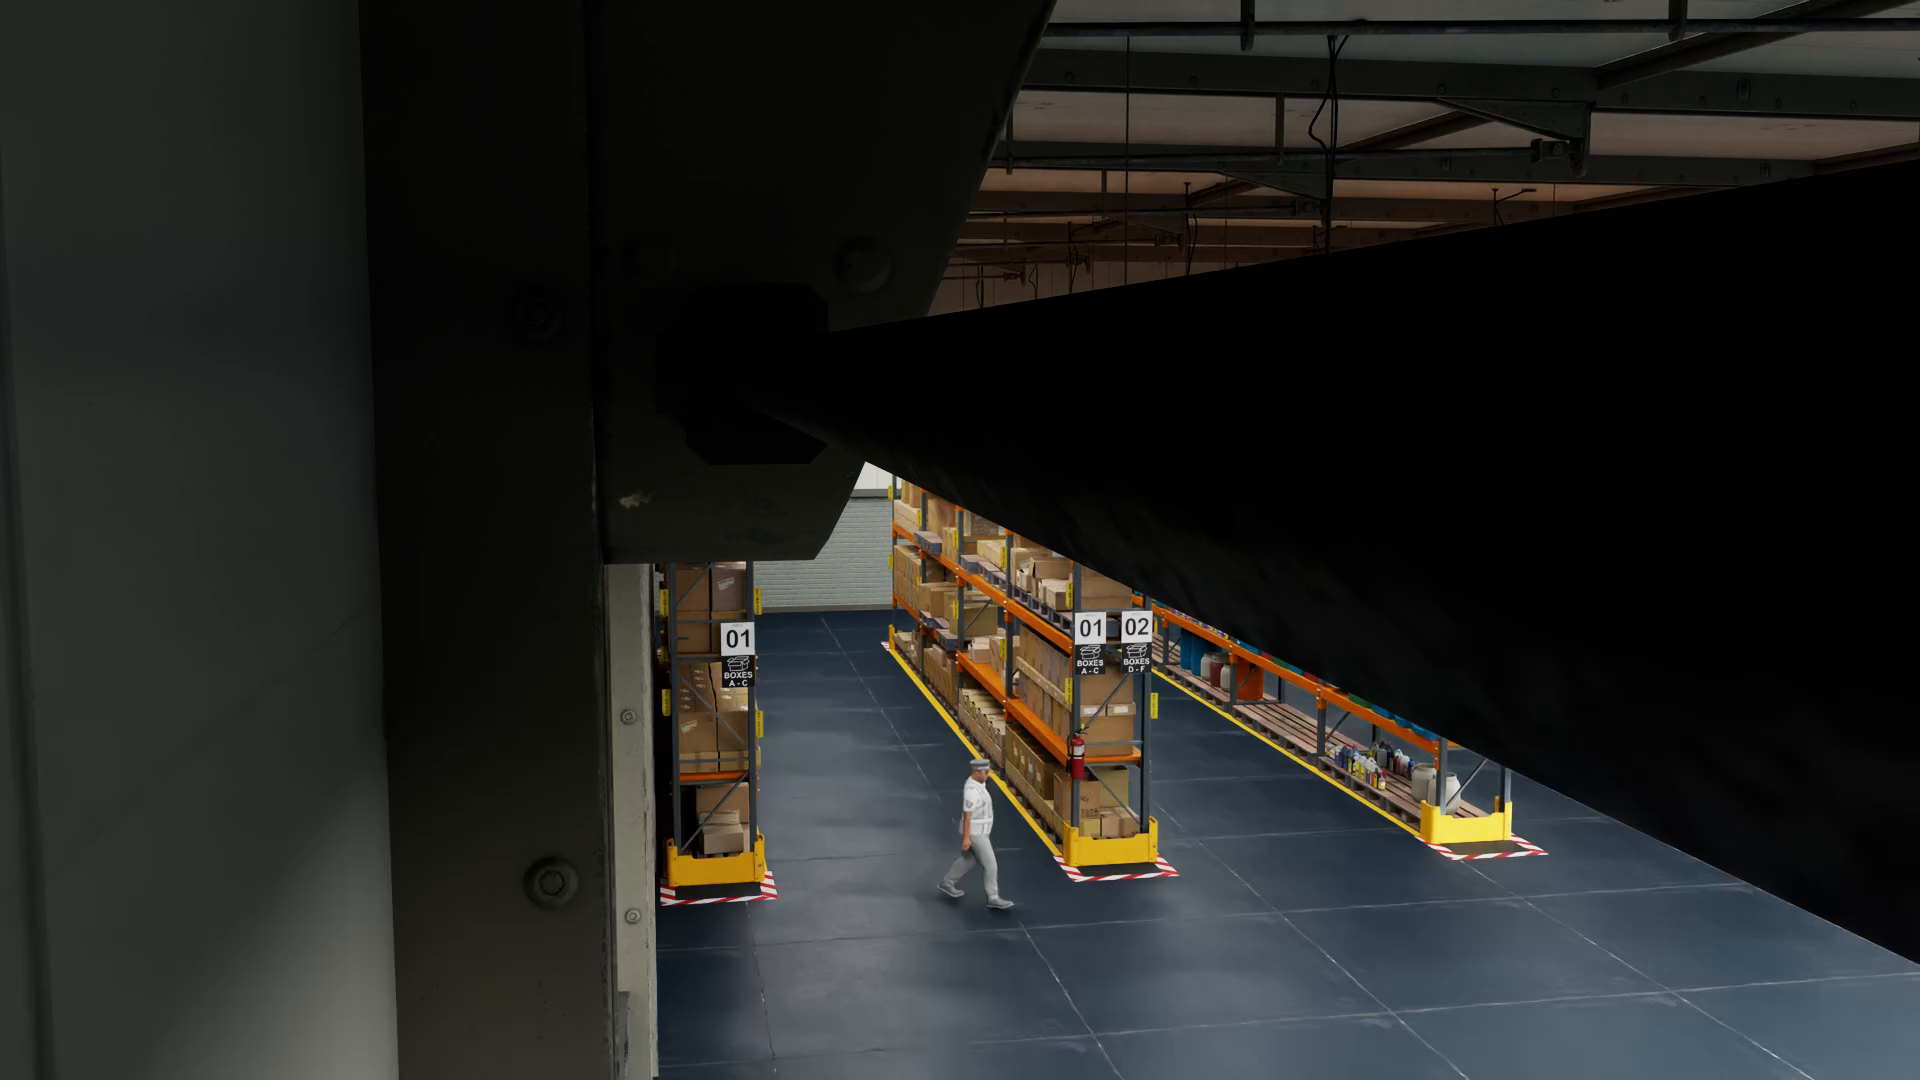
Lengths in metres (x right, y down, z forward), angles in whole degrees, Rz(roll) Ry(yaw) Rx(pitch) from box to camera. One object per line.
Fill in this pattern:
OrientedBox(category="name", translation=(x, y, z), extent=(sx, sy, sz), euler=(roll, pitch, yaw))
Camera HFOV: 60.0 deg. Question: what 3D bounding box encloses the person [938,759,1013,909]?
OrientedBox(category="person", translation=(0.176, 3.390, 19.369), extent=(0.905, 1.711, 0.546), euler=(0, 6, 4))
